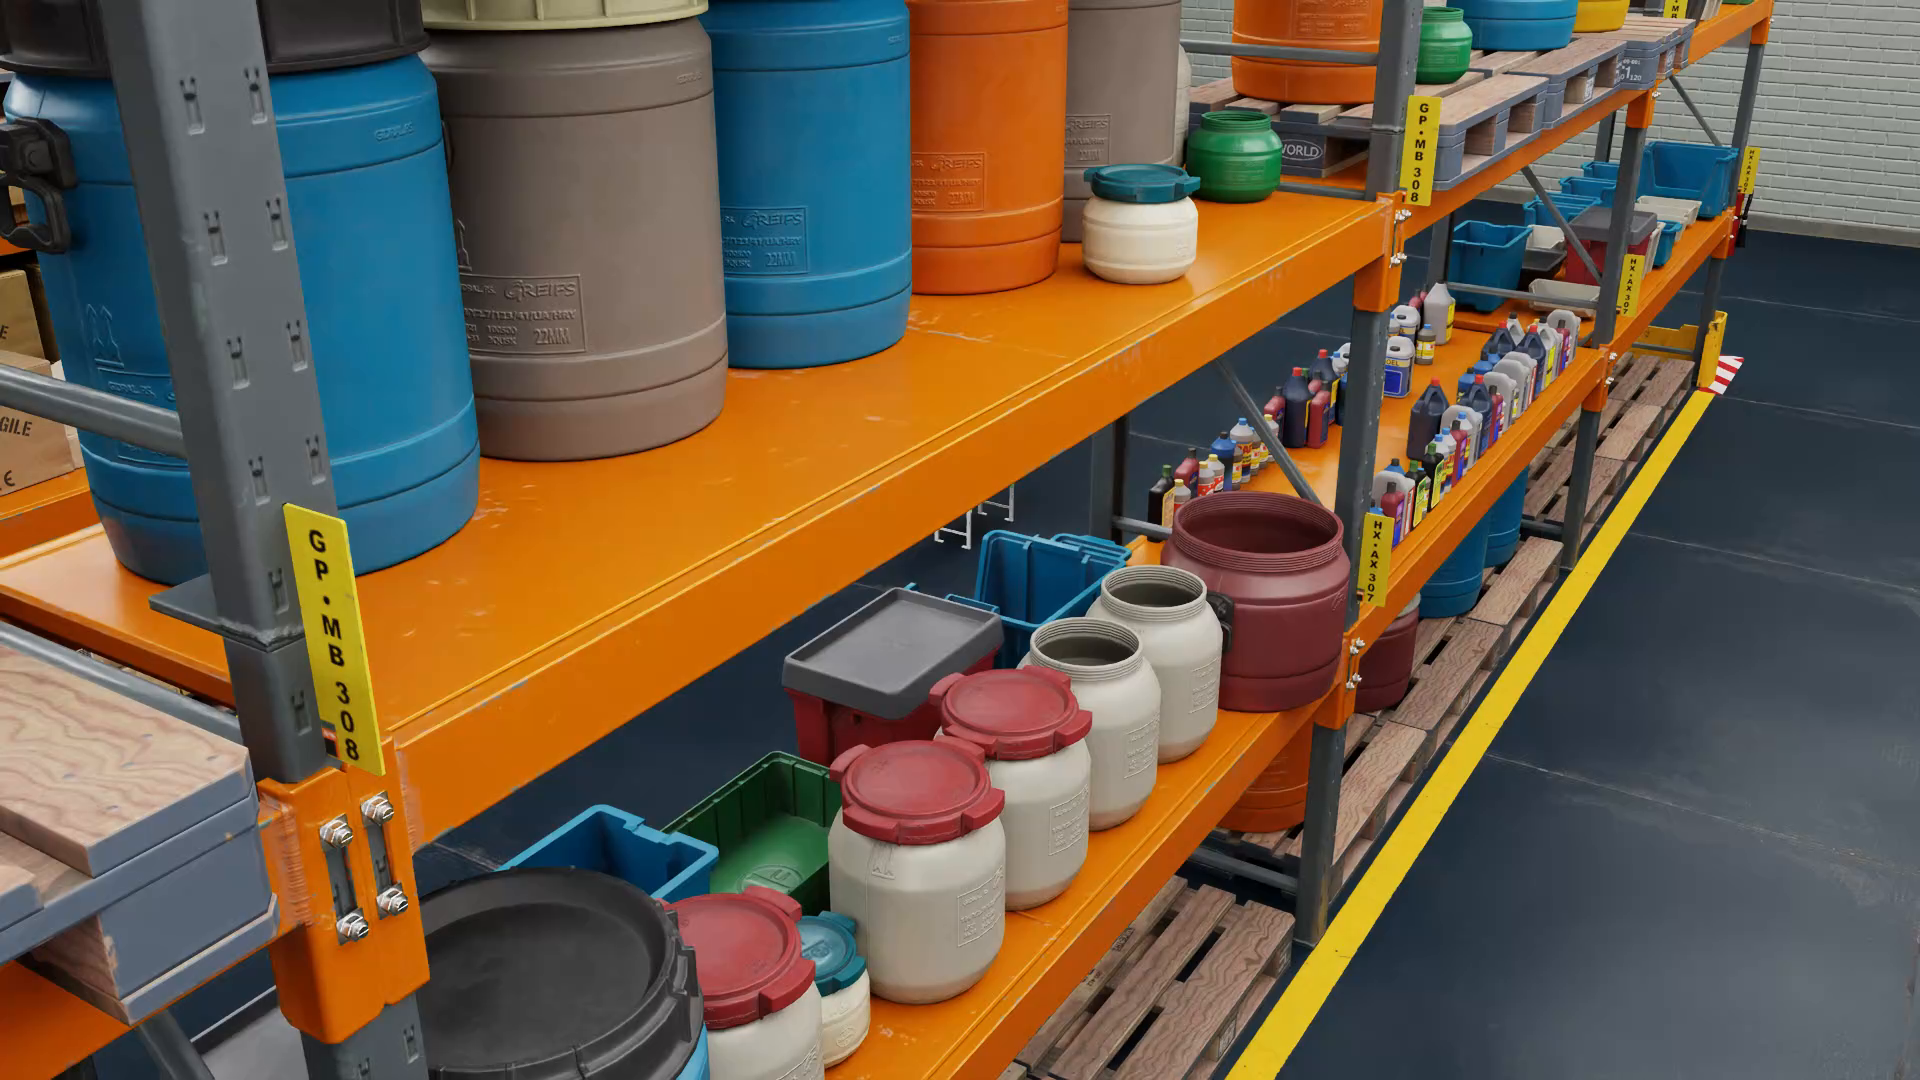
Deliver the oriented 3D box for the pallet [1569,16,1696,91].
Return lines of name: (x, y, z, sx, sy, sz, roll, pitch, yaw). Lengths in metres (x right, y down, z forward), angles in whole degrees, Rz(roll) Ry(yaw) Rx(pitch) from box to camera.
pallet: (2.709, -2.325, 7.807, 1.213, 0.211, 1.003, 14, 27, 29)

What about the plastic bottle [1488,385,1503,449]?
plastic bottle: (2.371, -0.561, 7.417, 0.061, 0.283, 0.133, 14, 27, 29)

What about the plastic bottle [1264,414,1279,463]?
plastic bottle: (1.338, -0.448, 7.258, 0.097, 0.201, 0.097, 0, 23, 0)

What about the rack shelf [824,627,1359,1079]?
rack shelf: (-0.125, 1.035, 4.488, 1.077, 0.370, 4.000, 14, 27, 29)

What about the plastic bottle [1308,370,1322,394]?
plastic bottle: (1.603, -0.623, 7.560, 0.061, 0.283, 0.133, 14, 27, 29)

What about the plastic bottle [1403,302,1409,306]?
plastic bottle: (2.317, -1.106, 8.691, 0.097, 0.271, 0.097, 0, 23, 0)

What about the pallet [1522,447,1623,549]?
pallet: (3.395, -0.297, 10.169, 1.003, 0.211, 1.213, 14, 27, 29)

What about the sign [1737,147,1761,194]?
sign: (5.625, -2.635, 11.856, 0.100, 0.325, 0.005, 14, 27, 29)

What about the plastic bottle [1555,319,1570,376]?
plastic bottle: (3.023, -0.978, 8.380, 0.061, 0.283, 0.133, 14, 27, 29)

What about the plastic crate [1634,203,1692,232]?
plastic crate: (4.708, -2.169, 11.240, 0.396, 0.136, 0.243, 14, 27, 29)

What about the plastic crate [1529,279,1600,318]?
plastic crate: (3.406, -1.354, 9.358, 0.396, 0.136, 0.243, 14, 27, 29)

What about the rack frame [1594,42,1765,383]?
rack frame: (5.150, -2.670, 12.142, 1.000, 3.000, 0.127, 14, 27, 29)

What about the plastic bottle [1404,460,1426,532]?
plastic bottle: (1.786, -0.187, 6.552, 0.061, 0.283, 0.133, 14, 27, 29)

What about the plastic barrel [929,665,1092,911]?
plastic barrel: (0.126, 0.647, 4.308, 0.433, 0.535, 0.433, 0, 23, 0)

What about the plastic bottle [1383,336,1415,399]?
plastic bottle: (2.113, -0.842, 8.076, 0.152, 0.276, 0.135, 14, 27, 29)

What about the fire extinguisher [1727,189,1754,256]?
fire extinguisher: (5.615, -2.419, 12.129, 0.296, 0.674, 0.183, 14, 27, 29)

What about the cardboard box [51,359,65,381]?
cardboard box: (-3.913, -0.707, 7.720, 0.500, 0.311, 0.500, 14, 27, 28)

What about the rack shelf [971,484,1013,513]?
rack shelf: (0.087, -0.328, 9.761, 0.258, 0.148, 0.480, 14, 27, 29)

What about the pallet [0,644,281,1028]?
pallet: (-1.478, 0.354, 1.618, 1.213, 0.211, 1.003, 14, 27, 29)

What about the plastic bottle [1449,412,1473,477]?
plastic bottle: (2.126, -0.412, 7.089, 0.097, 0.271, 0.097, 0, 23, 0)

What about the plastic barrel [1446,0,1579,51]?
plastic barrel: (2.269, -2.511, 6.840, 0.600, 0.901, 0.708, 14, 27, 29)

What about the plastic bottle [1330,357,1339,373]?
plastic bottle: (1.725, -0.727, 7.817, 0.097, 0.271, 0.097, 0, 23, 0)

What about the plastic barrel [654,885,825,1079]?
plastic barrel: (-0.489, 1.041, 3.399, 0.433, 0.535, 0.433, 0, 23, 0)

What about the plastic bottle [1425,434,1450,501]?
plastic bottle: (1.953, -0.302, 6.833, 0.097, 0.271, 0.097, 0, 23, 0)

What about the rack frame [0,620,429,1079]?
rack frame: (-1.180, 1.380, 2.786, 1.000, 3.000, 0.127, 14, 27, 29)

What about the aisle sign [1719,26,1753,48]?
aisle sign: (5.436, -3.826, 11.540, 0.394, 0.787, 0.004, 14, 27, 29)

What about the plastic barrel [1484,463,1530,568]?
plastic barrel: (2.738, -0.370, 8.941, 0.600, 0.901, 0.708, 14, 27, 29)

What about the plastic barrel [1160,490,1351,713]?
plastic barrel: (0.942, 0.188, 5.369, 0.600, 0.536, 0.708, 14, 27, 29)

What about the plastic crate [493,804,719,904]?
plastic crate: (-0.863, 0.950, 3.800, 0.392, 0.384, 0.575, 14, 27, 29)

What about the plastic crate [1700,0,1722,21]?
plastic crate: (4.270, -3.176, 9.867, 0.437, 0.136, 0.530, 14, 27, 29)

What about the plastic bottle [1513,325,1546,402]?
plastic bottle: (2.735, -0.856, 8.014, 0.144, 0.351, 0.185, 14, 27, 29)

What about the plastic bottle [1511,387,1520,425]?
plastic bottle: (2.539, -0.644, 7.713, 0.097, 0.201, 0.097, 0, 23, 0)

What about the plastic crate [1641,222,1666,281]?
plastic crate: (4.002, -1.770, 10.136, 0.437, 0.282, 0.530, 14, 27, 29)

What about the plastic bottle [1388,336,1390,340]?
plastic bottle: (2.143, -0.963, 8.448, 0.097, 0.201, 0.097, 0, 23, 0)

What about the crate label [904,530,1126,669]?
crate label: (0.176, 0.292, 5.254, 0.502, 0.435, 0.616, 14, 27, 29)

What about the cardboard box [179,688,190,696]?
cardboard box: (-3.616, 0.463, 7.837, 0.500, 0.250, 0.500, 14, 27, 28)

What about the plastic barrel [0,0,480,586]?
plastic barrel: (-1.096, -0.444, 2.592, 0.600, 0.901, 0.708, 14, 27, 29)

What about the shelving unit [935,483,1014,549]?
shelving unit: (0.087, -0.606, 9.641, 0.258, 1.200, 0.503, 14, 27, 29)

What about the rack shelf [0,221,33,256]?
rack shelf: (-6.432, -2.391, 12.403, 1.077, 0.370, 4.000, 14, 27, 29)

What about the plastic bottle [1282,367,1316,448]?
plastic bottle: (1.503, -0.604, 7.431, 0.144, 0.351, 0.185, 14, 27, 29)

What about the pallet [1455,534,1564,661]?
pallet: (2.597, 0.211, 8.996, 1.003, 0.211, 1.213, 14, 27, 29)

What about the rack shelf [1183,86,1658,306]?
rack shelf: (1.985, -1.691, 7.011, 1.077, 0.370, 4.000, 14, 27, 29)

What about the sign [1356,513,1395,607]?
sign: (1.401, 0.068, 5.612, 0.100, 0.325, 0.005, 14, 27, 29)

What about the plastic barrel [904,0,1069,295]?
plastic barrel: (-0.033, -1.091, 4.178, 0.600, 0.830, 0.708, 14, 27, 29)

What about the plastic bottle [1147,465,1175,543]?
plastic bottle: (0.781, -0.142, 6.450, 0.061, 0.283, 0.133, 14, 27, 29)

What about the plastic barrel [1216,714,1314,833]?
plastic barrel: (1.173, 0.665, 6.642, 0.600, 0.830, 0.708, 14, 27, 29)

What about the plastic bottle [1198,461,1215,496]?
plastic bottle: (0.979, -0.218, 6.727, 0.097, 0.201, 0.097, 0, 23, 0)

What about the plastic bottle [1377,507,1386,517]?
plastic bottle: (1.568, -0.023, 6.278, 0.097, 0.201, 0.097, 0, 23, 0)

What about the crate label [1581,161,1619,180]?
crate label: (4.740, -2.606, 12.130, 0.416, 0.233, 0.303, 14, 27, 29)

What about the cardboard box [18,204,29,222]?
cardboard box: (-6.607, -2.358, 11.712, 0.380, 0.149, 0.250, 15, 27, 30)

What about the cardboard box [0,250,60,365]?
cardboard box: (-6.520, -1.767, 12.234, 0.750, 0.750, 0.750, 14, 27, 29)

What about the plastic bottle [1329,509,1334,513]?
plastic bottle: (1.303, -0.023, 6.184, 0.152, 0.276, 0.135, 14, 27, 29)

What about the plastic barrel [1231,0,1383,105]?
plastic barrel: (1.232, -1.927, 5.581, 0.600, 0.830, 0.708, 14, 27, 29)

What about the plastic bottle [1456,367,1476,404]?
plastic bottle: (2.338, -0.663, 7.667, 0.097, 0.271, 0.097, 0, 23, 0)

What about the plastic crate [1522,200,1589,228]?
plastic crate: (3.887, -2.061, 10.870, 0.416, 0.233, 0.300, 14, 27, 29)

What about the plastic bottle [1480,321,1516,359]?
plastic bottle: (2.613, -0.886, 8.084, 0.144, 0.351, 0.185, 14, 27, 29)

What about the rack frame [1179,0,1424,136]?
rack frame: (0.930, -2.723, 4.713, 1.000, 3.000, 0.127, 14, 27, 29)

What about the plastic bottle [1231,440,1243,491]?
plastic bottle: (1.133, -0.316, 6.955, 0.097, 0.201, 0.097, 0, 23, 0)
